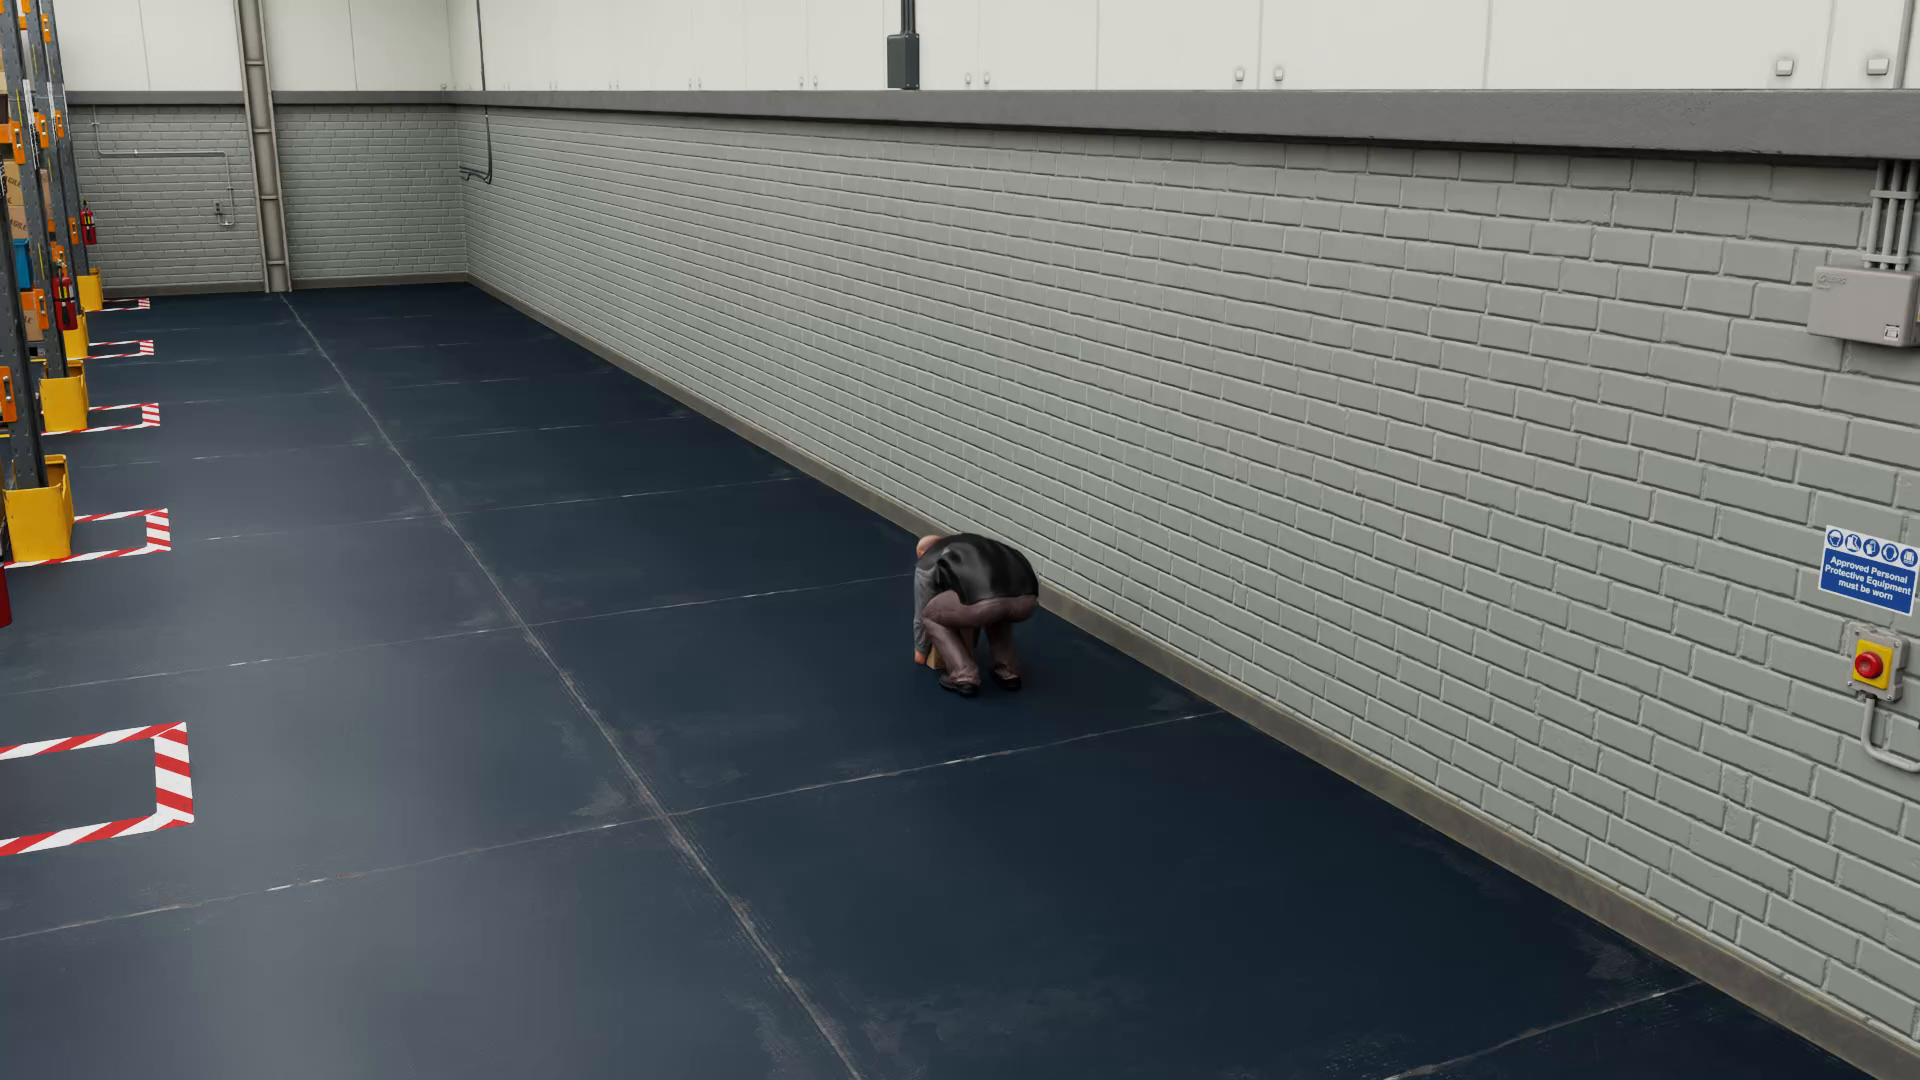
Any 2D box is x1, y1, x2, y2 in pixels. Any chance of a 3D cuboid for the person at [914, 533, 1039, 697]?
[{"bbox_3d":[0.042,0.370,8.985,0.508,0.825,0.951,-8,17,-26],"label":"person"}]
